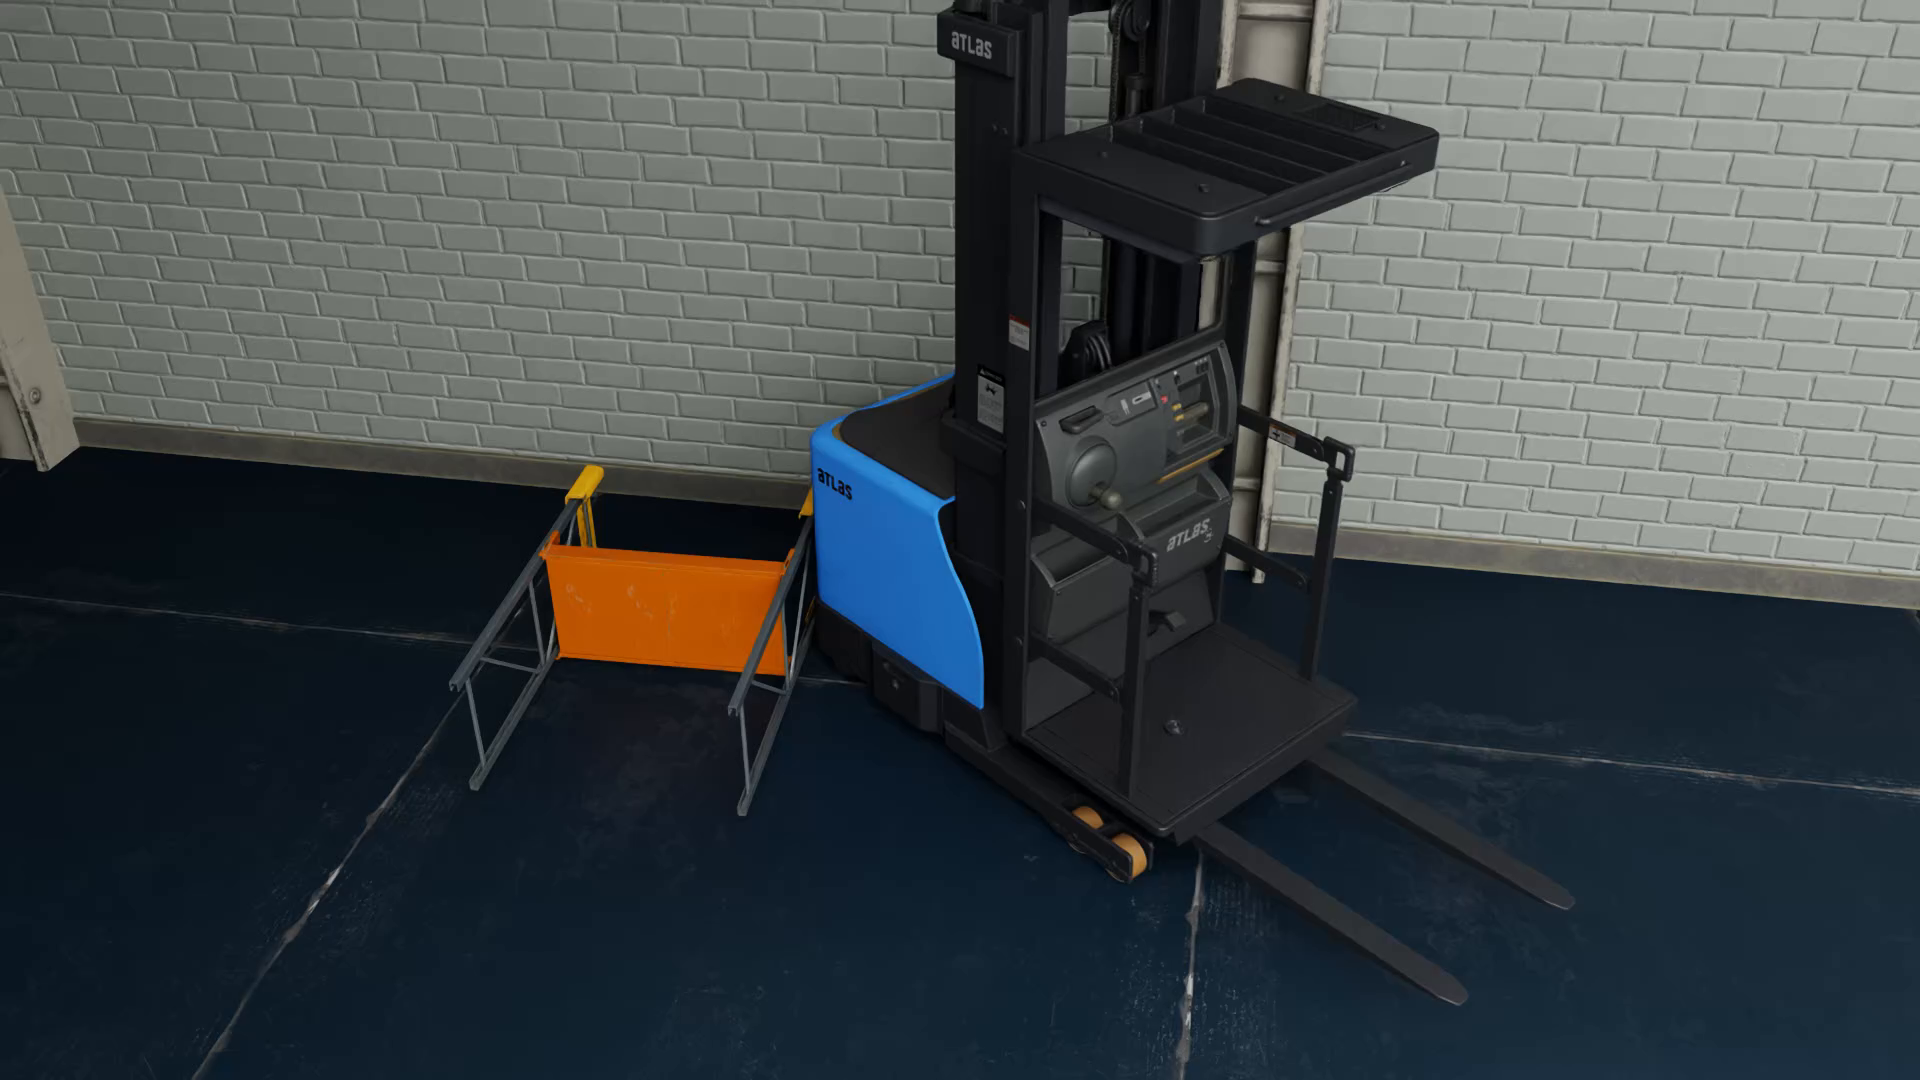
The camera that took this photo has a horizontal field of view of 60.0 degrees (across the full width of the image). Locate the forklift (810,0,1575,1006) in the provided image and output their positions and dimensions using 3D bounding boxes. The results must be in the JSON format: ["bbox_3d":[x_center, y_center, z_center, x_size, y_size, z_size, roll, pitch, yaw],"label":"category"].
[{"bbox_3d":[0.759,-0.351,5.548,1.130,2.935,3.031,-25,40,-34],"label":"forklift"}]

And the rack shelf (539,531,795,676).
[{"bbox_3d":[-1.166,0.264,6.750,1.000,0.538,0.185,4,32,7],"label":"rack shelf"}]

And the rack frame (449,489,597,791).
[{"bbox_3d":[-1.695,0.321,6.659,0.032,0.500,1.500,4,32,7],"label":"rack frame"}]

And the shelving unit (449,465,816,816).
[{"bbox_3d":[-1.182,0.359,6.598,1.083,0.587,1.500,4,32,7],"label":"shelving unit"}]

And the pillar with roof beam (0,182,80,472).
[{"bbox_3d":[-5.449,-2.002,2.467,0.400,9.000,9.100,5,32,8],"label":"pillar with roof beam"}]

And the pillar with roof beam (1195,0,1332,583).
[{"bbox_3d":[0.466,-1.466,1.611,0.400,9.000,9.100,5,32,8],"label":"pillar with roof beam"}]

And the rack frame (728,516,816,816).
[{"bbox_3d":[-0.688,0.396,6.539,0.032,0.500,1.500,4,32,7],"label":"rack frame"}]

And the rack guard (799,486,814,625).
[{"bbox_3d":[-0.602,0.068,7.064,0.087,0.587,0.250,4,32,7],"label":"rack guard"}]

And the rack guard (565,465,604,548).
[{"bbox_3d":[-1.589,-0.006,7.181,0.087,0.587,0.250,4,32,7],"label":"rack guard"}]
